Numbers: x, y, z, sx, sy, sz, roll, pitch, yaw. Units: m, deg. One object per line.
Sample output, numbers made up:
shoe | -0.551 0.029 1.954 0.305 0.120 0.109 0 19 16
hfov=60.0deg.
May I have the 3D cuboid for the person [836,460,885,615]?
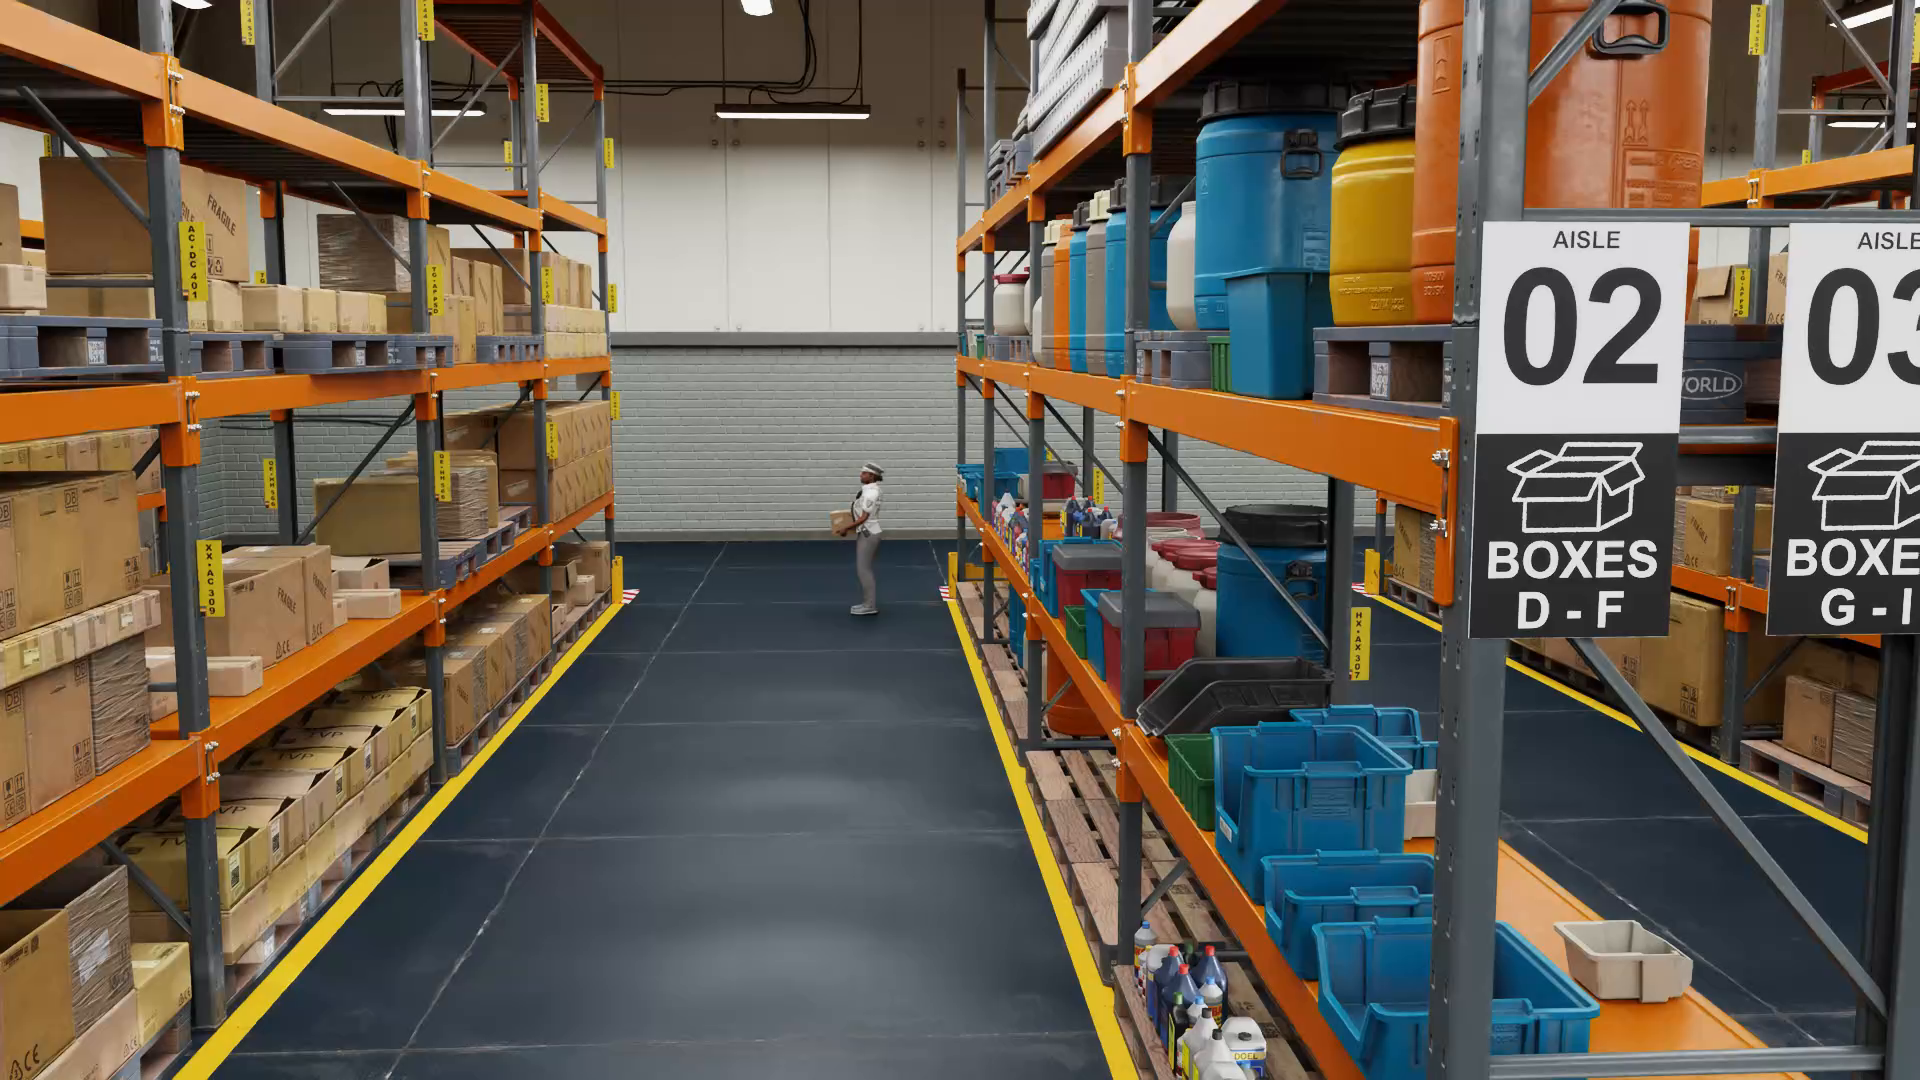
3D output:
person | -1.091 -0.038 18.199 0.540 1.688 0.450 0 7 -3
